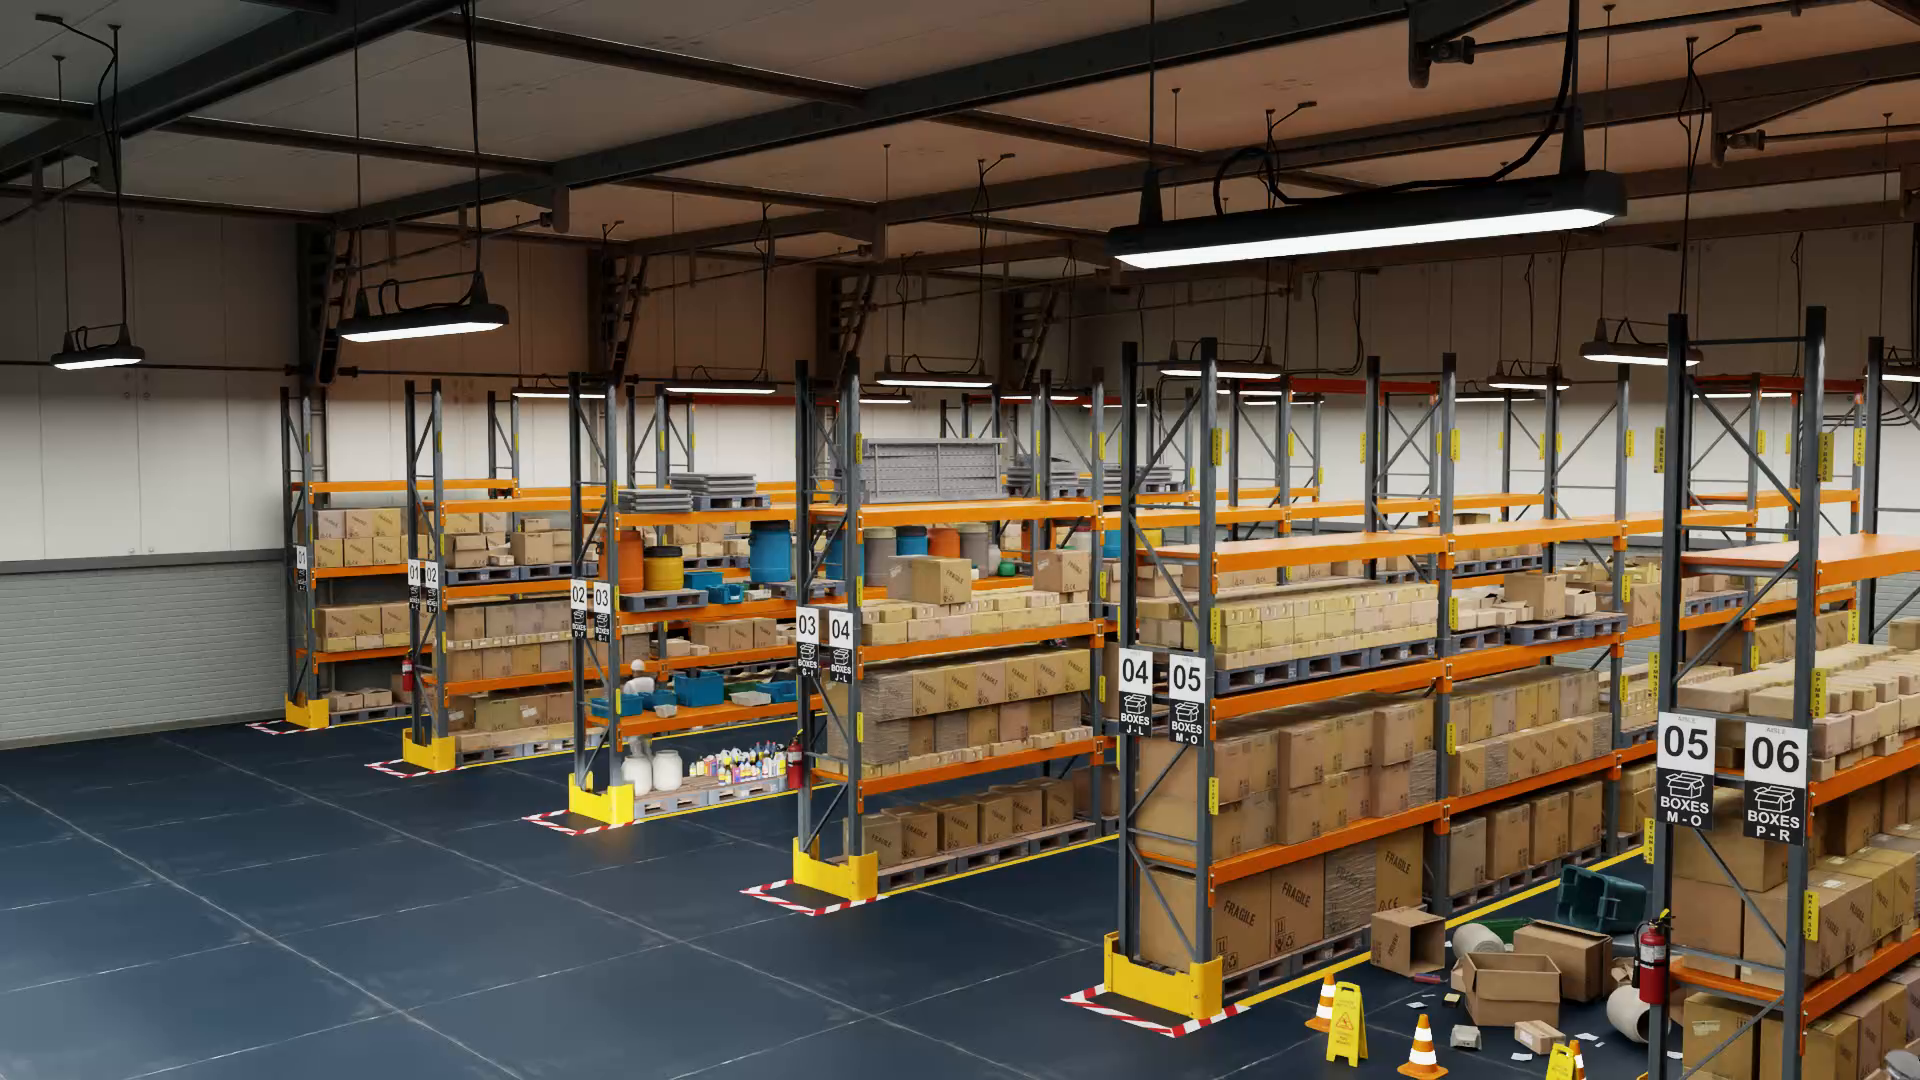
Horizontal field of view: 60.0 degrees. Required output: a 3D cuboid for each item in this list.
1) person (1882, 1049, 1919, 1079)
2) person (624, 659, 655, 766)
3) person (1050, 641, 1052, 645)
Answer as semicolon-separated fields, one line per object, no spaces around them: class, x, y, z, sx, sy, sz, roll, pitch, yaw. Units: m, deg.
person;5.254;3.732;9.427;0.450;1.698;0.501;2;4;24
person;-4.810;2.691;24.841;0.369;1.823;0.657;3;5;39
person;1.687;2.185;33.556;0.982;1.633;0.487;-3;5;-43
